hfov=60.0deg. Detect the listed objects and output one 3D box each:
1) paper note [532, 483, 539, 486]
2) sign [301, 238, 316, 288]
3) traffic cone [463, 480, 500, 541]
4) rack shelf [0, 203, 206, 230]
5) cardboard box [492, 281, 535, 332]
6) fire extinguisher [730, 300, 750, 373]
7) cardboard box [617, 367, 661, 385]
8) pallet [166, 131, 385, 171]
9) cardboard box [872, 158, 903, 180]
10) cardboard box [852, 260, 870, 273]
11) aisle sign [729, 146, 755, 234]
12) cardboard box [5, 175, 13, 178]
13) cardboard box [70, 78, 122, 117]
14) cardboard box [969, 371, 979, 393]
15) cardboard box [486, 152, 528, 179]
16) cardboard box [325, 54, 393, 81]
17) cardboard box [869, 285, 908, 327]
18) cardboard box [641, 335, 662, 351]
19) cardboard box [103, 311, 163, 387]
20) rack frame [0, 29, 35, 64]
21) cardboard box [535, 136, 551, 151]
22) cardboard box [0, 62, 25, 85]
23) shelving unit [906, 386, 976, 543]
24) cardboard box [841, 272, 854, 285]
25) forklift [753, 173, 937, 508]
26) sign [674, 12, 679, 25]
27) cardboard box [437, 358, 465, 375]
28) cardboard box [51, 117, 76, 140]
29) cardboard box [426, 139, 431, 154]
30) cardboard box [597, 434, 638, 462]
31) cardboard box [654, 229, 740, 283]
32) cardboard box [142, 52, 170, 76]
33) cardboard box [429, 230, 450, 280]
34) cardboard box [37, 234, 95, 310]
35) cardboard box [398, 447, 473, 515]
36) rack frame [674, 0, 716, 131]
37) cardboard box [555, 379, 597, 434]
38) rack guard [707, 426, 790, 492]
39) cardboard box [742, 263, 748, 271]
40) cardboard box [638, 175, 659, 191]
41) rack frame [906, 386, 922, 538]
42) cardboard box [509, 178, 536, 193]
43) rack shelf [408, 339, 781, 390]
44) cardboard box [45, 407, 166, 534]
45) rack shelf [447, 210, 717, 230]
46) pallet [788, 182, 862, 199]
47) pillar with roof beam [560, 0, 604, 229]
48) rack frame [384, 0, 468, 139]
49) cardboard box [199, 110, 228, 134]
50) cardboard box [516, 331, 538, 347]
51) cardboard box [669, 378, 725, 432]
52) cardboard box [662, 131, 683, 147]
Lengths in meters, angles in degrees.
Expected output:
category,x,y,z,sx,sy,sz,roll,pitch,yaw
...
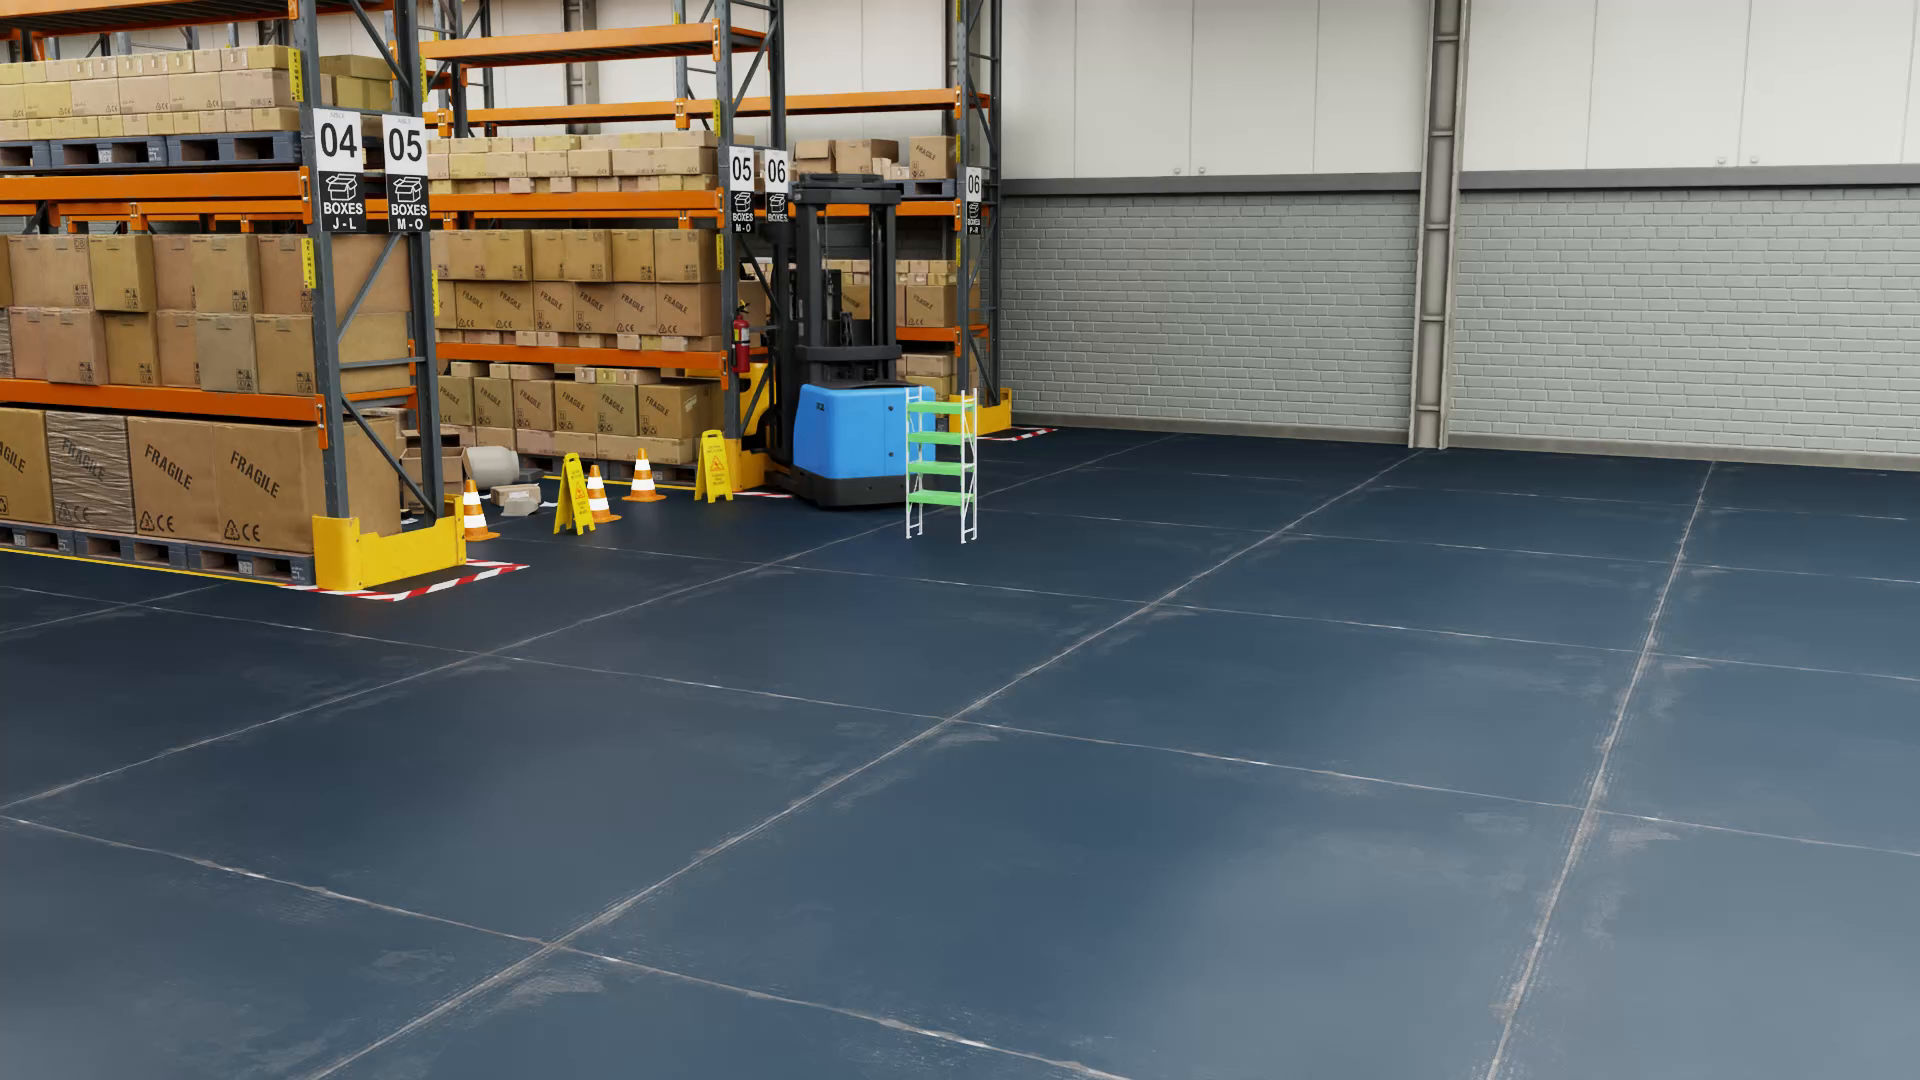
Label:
category,x,y,z,sx,sy,sz,roll,pitch,yaw
paper note,-4.173,-0.537,16.113,0.148,0.019,0.142,1,10,6
sign,-4.309,-1.831,11.009,0.005,0.325,0.100,5,11,26
traffic cone,-3.905,-0.251,13.317,0.334,0.463,0.336,5,11,26
rack shelf,-10.925,-3.939,20.169,4.000,0.370,1.077,5,11,26
cardboard box,-4.368,-2.383,16.859,0.500,0.500,0.500,5,11,25
fire extinguisher,-2.058,-1.908,15.569,0.183,0.674,0.296,5,11,26
cardboard box,-3.150,-1.610,16.321,0.250,0.149,0.380,5,12,27
pallet,-4.727,-2.720,11.661,1.213,0.211,1.003,5,11,26
cardboard box,-0.869,-4.525,20.302,0.258,0.266,0.396,5,11,26
cardboard box,-1.133,-3.396,20.637,0.250,0.149,0.380,5,12,27
aisle sign,-2.030,-3.257,15.504,0.004,0.787,0.394,5,11,26
cardboard box,-11.235,-4.391,19.846,0.258,0.266,0.396,6,12,31
cardboard box,-5.969,-3.148,11.904,0.500,0.250,0.500,5,11,26
cardboard box,-0.094,-1.992,20.951,0.500,0.250,0.500,5,12,27
cardboard box,-4.361,-3.734,16.601,0.500,0.250,0.500,5,11,26
cardboard box,-4.215,-3.308,11.670,0.250,0.149,0.380,5,11,26
cardboard box,-0.783,-2.910,20.608,0.500,0.500,0.500,5,12,28
cardboard box,-2.884,-1.927,16.158,0.250,0.149,0.380,5,11,25
cardboard box,-5.853,-1.465,12.484,0.500,0.550,0.875,5,11,26
rack frame,-7.644,-4.498,12.814,0.127,3.000,1.000,5,11,26
cardboard box,-3.976,-3.903,16.415,0.250,0.149,0.380,5,12,27
cardboard box,-6.784,-3.403,12.196,0.250,0.149,0.380,5,11,25
shelving unit,-0.148,-0.603,13.195,0.503,1.200,0.258,5,11,26
cardboard box,-1.360,-3.270,20.774,0.250,0.149,0.380,5,11,26
forklift,-1.240,-1.942,15.731,1.130,2.935,3.031,-4,11,-22
sign,-3.581,-6.500,21.033,0.005,0.325,0.100,5,11,26
cardboard box,-7.413,-2.428,24.063,0.500,0.500,0.500,5,12,27
cardboard box,-6.325,-2.971,12.046,0.250,0.149,0.380,5,11,26
cardboard box,-5.406,-4.012,17.019,0.250,0.149,0.380,5,11,25
cardboard box,-3.262,-0.945,16.573,0.500,0.250,0.500,5,11,26
cardboard box,-2.512,-2.722,15.924,0.500,0.500,0.700,5,11,24
cardboard box,-5.418,-3.284,11.534,0.250,0.149,0.380,5,11,26
cardboard box,-5.246,-2.962,17.253,0.500,0.500,0.700,5,11,25
cardboard box,-6.360,-2.027,12.554,0.550,0.550,0.875,5,11,26
cardboard box,-4.653,-0.535,14.771,0.637,0.503,0.797,-2,11,-14
rack frame,-3.351,-6.089,21.608,0.127,3.000,1.000,5,11,26
cardboard box,-3.710,-1.355,16.728,0.500,0.500,0.500,5,11,24
rack guard,-2.025,-0.805,16.274,0.348,0.500,1.175,5,11,26
cardboard box,-2.690,-3.555,21.511,0.250,0.149,0.380,5,11,25
cardboard box,-2.862,-3.406,15.907,0.250,0.149,0.380,5,12,28
rack frame,-0.367,-0.623,13.302,0.015,1.200,0.240,5,11,26
cardboard box,-4.256,-3.517,16.524,0.250,0.149,0.380,5,11,25
rack shelf,-3.751,-1.833,16.953,4.000,0.370,1.077,5,11,26
cardboard box,-6.301,-0.576,12.775,0.875,0.875,0.875,5,11,26
rack shelf,-5.145,-4.417,22.810,4.000,0.370,1.077,5,11,26
pallet,-1.485,-4.410,21.002,1.213,0.211,1.003,5,11,26
pillar with roof beam,-7.275,-5.758,19.778,0.400,9.000,9.100,5,11,26
rack frame,-5.544,-5.296,17.226,0.127,3.000,1.000,5,11,26
cardboard box,-4.961,-2.851,11.383,0.250,0.149,0.380,5,11,27
cardboard box,-4.261,-2.042,16.797,0.250,0.149,0.380,5,11,26
cardboard box,-2.580,-1.361,16.764,0.500,0.500,0.500,5,11,24
cardboard box,-2.605,-3.780,15.736,0.250,0.149,0.380,5,12,27
